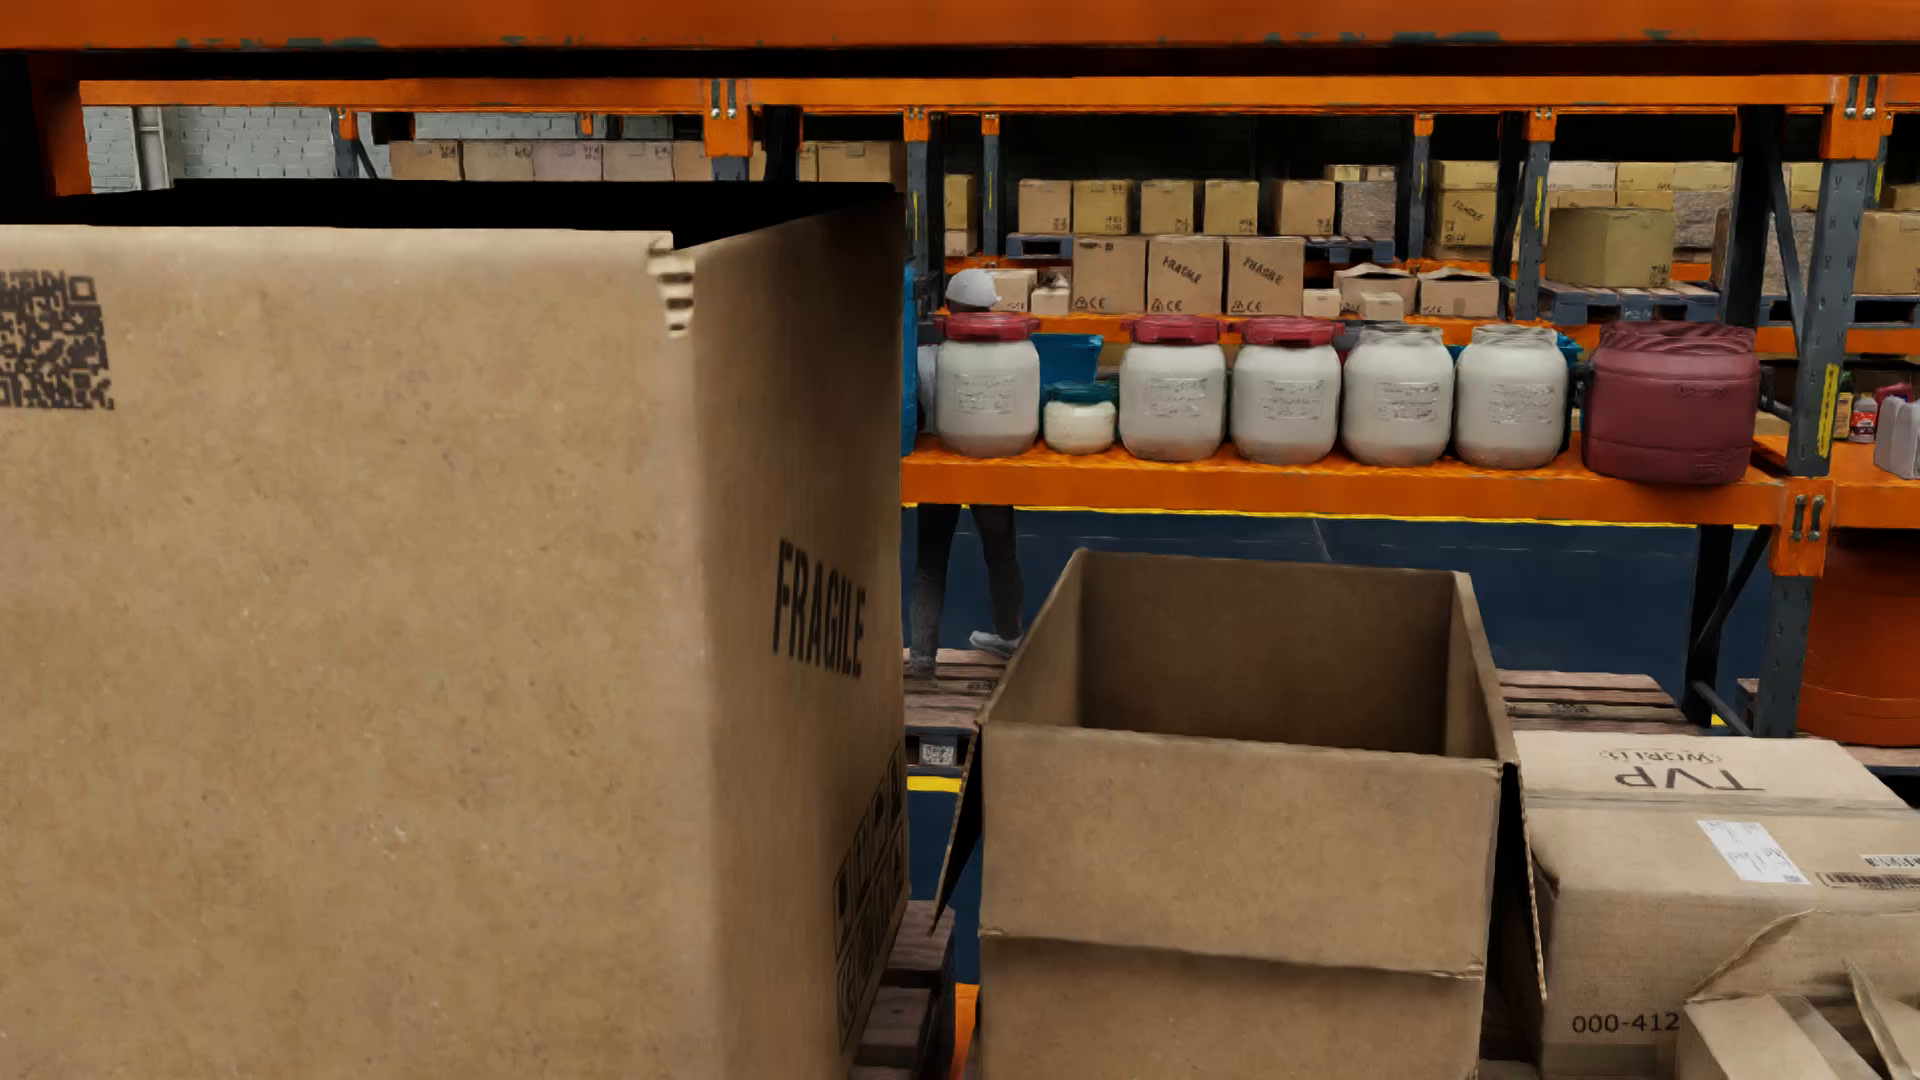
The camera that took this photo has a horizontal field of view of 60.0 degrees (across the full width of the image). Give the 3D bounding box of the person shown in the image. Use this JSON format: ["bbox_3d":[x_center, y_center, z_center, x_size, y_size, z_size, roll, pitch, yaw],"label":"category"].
[{"bbox_3d":[0.007,-0.297,7.219,0.651,1.764,0.497,0,14,1],"label":"person"}]
